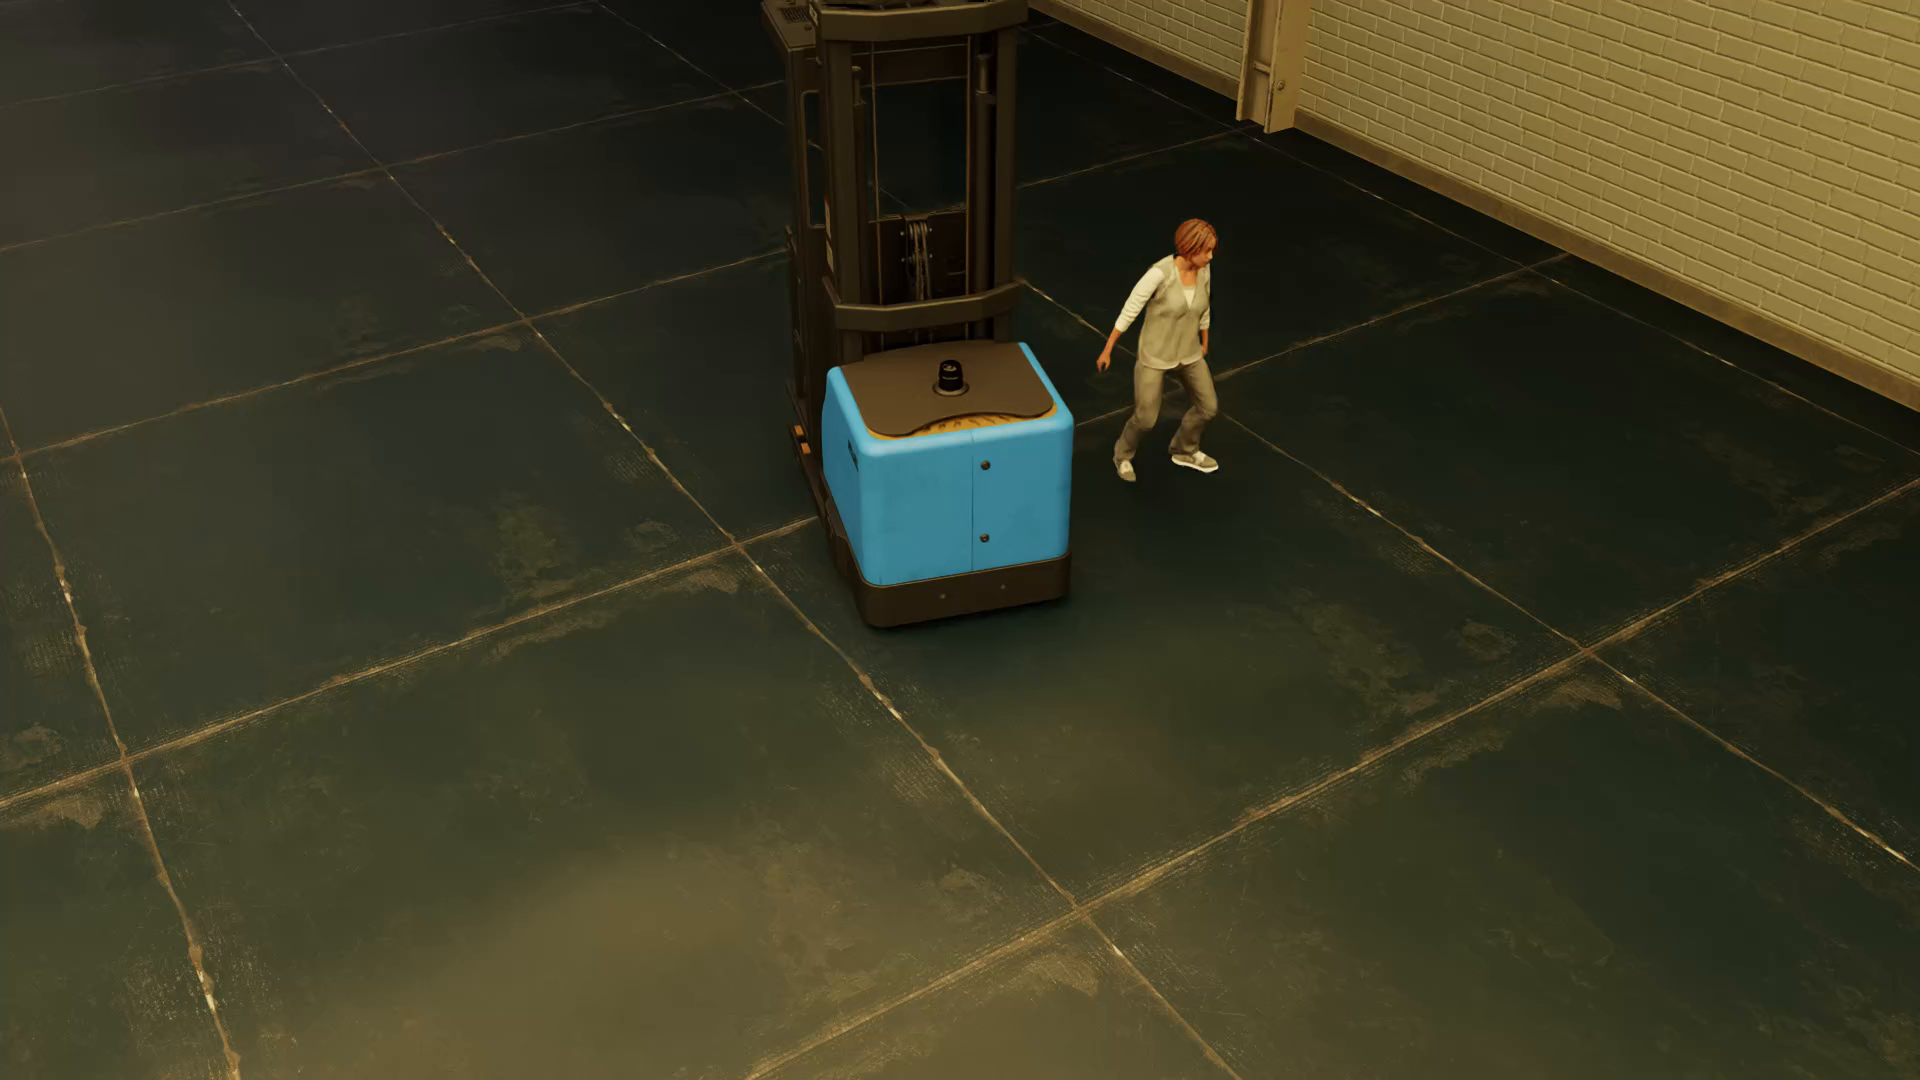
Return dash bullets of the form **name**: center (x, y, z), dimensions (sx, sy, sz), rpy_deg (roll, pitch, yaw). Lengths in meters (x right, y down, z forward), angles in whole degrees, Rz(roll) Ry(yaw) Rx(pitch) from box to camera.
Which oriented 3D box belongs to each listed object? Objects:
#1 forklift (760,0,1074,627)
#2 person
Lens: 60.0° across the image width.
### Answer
- **forklift**: center (-0.338, -1.627, 8.463), dimensions (1.130, 2.935, 3.031), rpy_deg (-9, 36, -12)
- **person**: center (1.062, -0.983, 8.798), dimensions (0.725, 1.566, 0.418), rpy_deg (-14, 37, -18)
